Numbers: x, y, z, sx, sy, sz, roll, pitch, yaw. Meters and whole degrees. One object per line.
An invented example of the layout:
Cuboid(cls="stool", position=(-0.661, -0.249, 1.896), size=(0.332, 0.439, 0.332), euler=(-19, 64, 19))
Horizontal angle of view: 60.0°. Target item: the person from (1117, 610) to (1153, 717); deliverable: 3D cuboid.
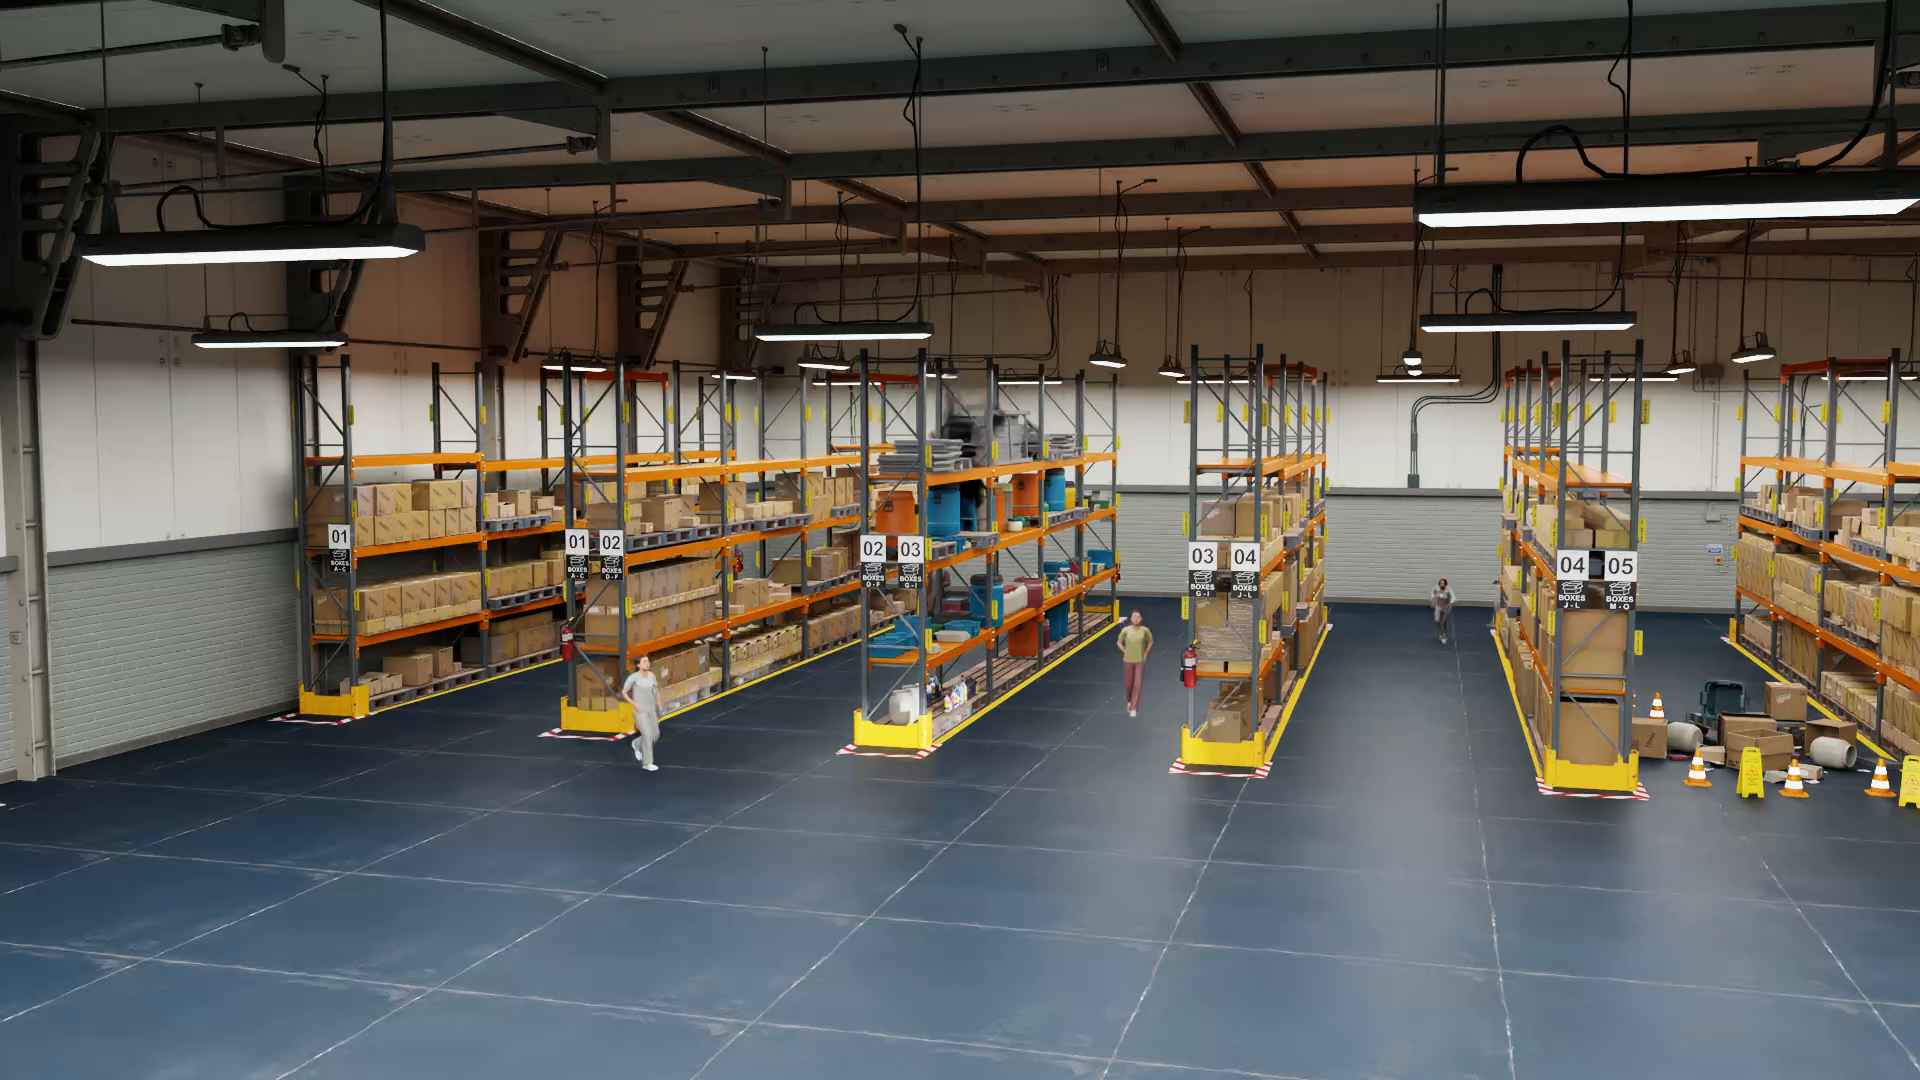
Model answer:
Cuboid(cls="person", position=(2.761, 1.922, 26.173), size=(0.577, 1.654, 0.687), euler=(0, 4, 3))

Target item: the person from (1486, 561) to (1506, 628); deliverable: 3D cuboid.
Cuboid(cls="person", position=(12.805, 1.236, 39.034), size=(0.827, 1.702, 0.662), euler=(1, 4, 16))

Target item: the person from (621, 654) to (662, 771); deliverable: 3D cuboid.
Cuboid(cls="person", position=(-4.512, 2.419, 23.512), size=(0.651, 1.639, 0.588), euler=(4, 6, 44))

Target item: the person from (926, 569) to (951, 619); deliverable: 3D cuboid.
Cuboid(cls="person", position=(-0.563, 1.301, 37.623), size=(0.724, 1.800, 0.954), euler=(1, 4, 8))

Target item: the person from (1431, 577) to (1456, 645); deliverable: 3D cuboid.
Cuboid(cls="person", position=(10.664, 1.540, 36.647), size=(0.539, 1.492, 0.891), euler=(2, 5, 24))
